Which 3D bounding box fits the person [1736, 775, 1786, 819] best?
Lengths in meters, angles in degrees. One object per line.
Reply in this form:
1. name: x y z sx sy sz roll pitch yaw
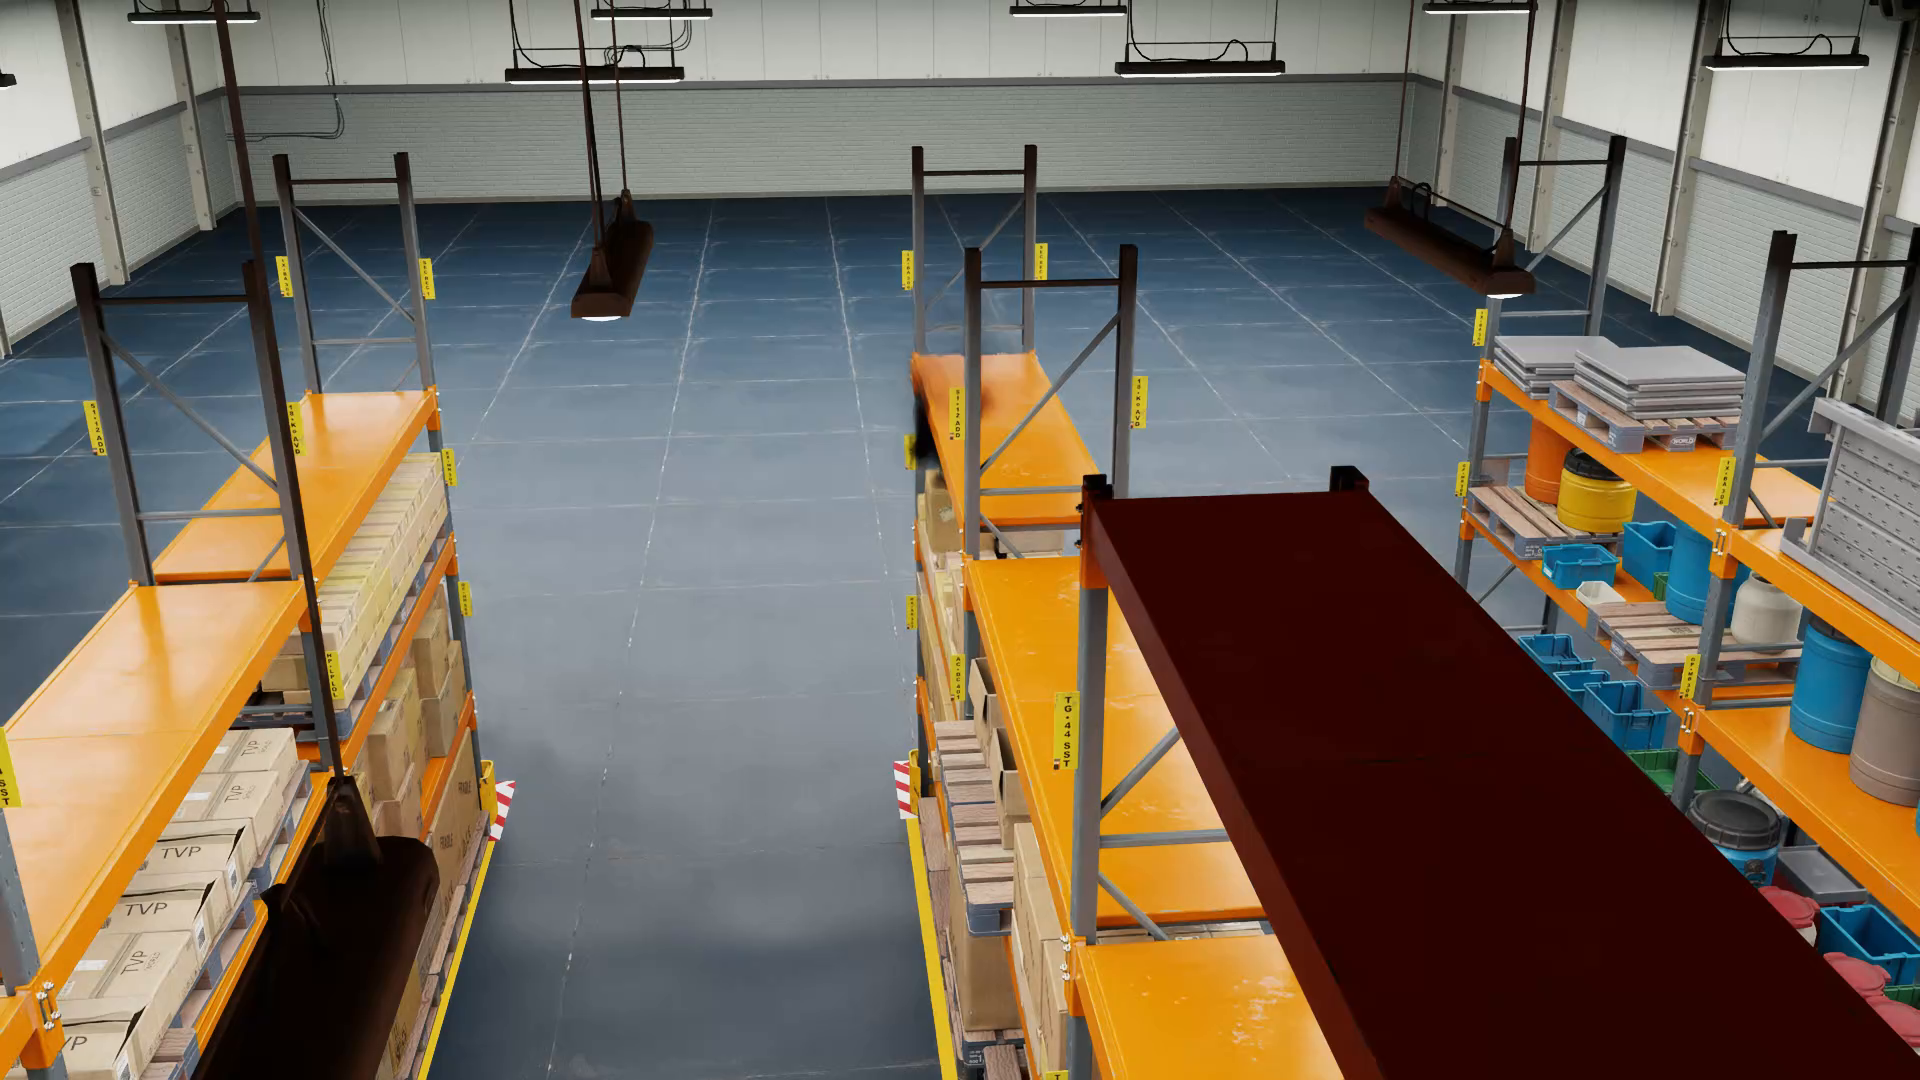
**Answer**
1. person: 6.726 2.204 13.832 0.614 1.647 0.580 -2 22 -5
